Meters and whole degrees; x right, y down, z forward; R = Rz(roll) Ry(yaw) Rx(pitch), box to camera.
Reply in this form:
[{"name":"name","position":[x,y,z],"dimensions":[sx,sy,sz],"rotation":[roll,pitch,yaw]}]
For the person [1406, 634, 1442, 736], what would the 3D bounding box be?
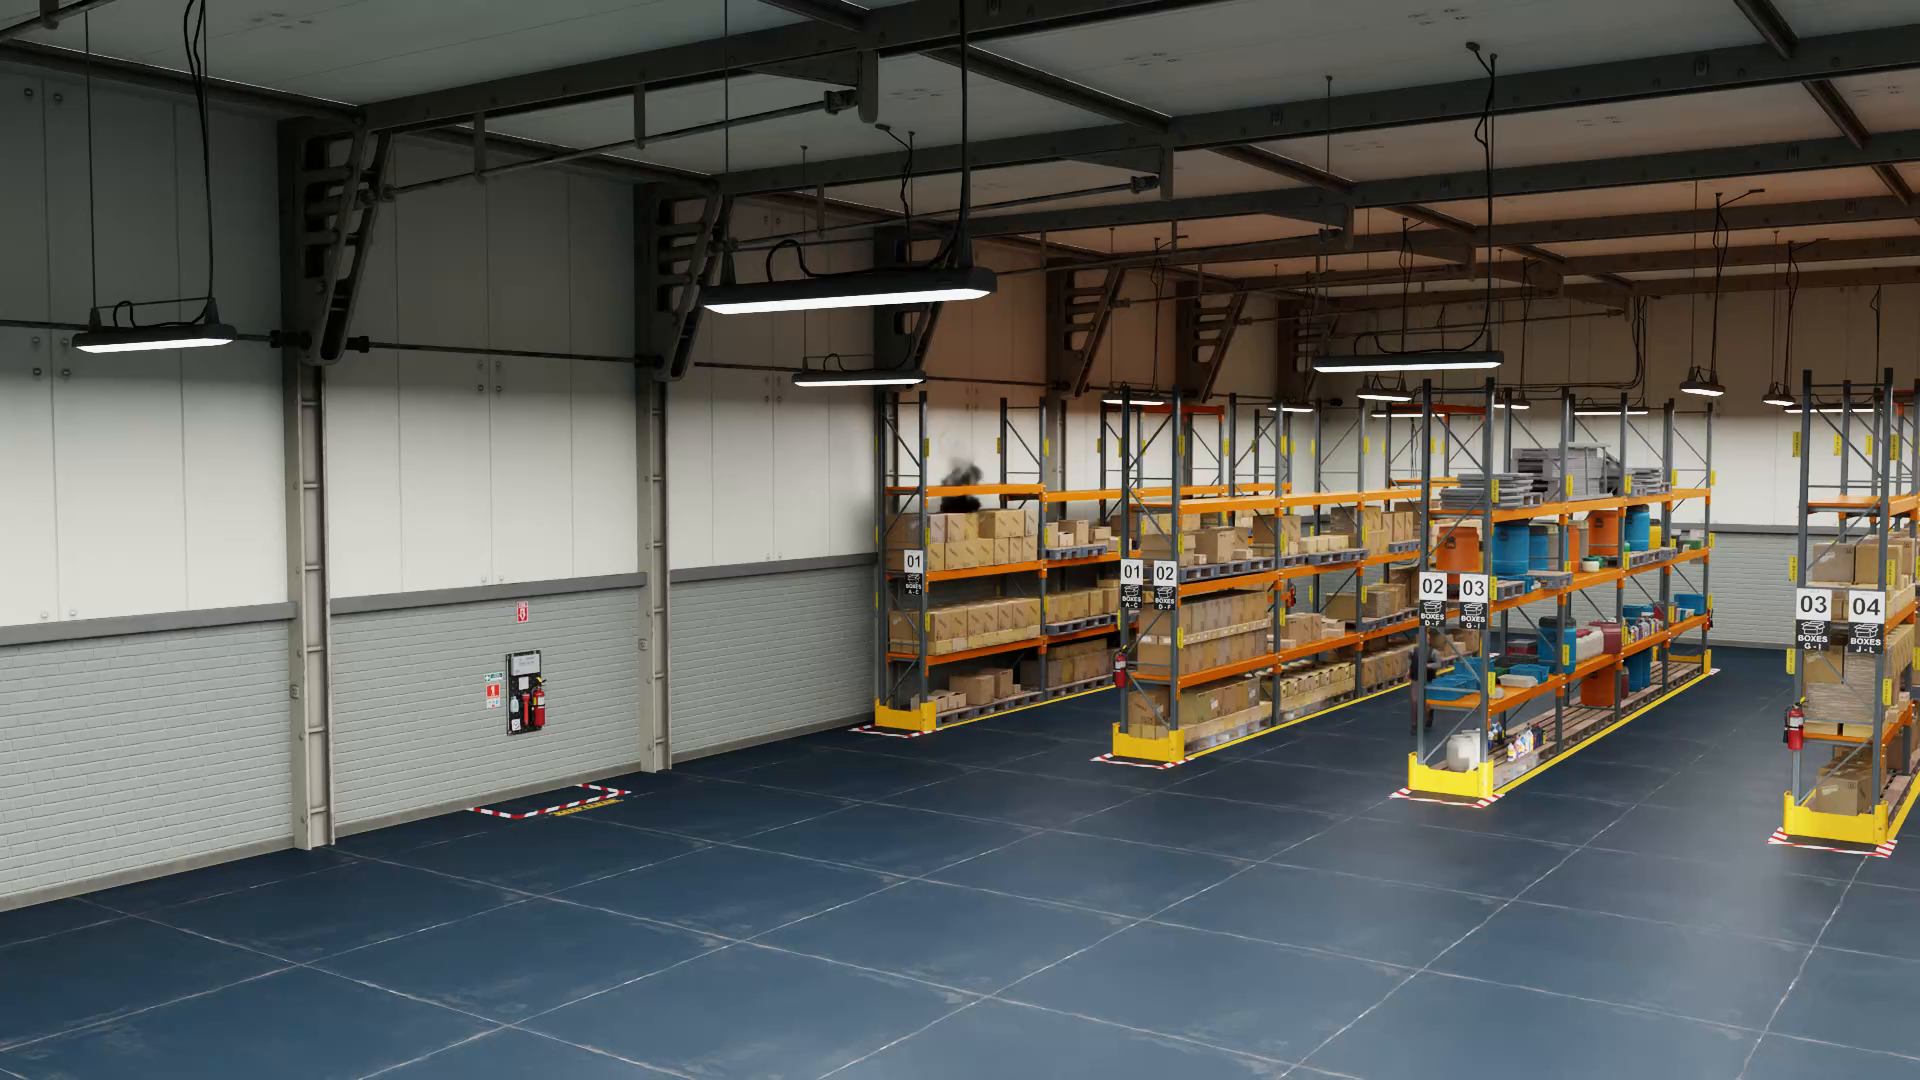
[{"name":"person","position":[8.121,2.508,29.170],"dimensions":[0.638,1.753,0.874],"rotation":[1,3,23]}]
